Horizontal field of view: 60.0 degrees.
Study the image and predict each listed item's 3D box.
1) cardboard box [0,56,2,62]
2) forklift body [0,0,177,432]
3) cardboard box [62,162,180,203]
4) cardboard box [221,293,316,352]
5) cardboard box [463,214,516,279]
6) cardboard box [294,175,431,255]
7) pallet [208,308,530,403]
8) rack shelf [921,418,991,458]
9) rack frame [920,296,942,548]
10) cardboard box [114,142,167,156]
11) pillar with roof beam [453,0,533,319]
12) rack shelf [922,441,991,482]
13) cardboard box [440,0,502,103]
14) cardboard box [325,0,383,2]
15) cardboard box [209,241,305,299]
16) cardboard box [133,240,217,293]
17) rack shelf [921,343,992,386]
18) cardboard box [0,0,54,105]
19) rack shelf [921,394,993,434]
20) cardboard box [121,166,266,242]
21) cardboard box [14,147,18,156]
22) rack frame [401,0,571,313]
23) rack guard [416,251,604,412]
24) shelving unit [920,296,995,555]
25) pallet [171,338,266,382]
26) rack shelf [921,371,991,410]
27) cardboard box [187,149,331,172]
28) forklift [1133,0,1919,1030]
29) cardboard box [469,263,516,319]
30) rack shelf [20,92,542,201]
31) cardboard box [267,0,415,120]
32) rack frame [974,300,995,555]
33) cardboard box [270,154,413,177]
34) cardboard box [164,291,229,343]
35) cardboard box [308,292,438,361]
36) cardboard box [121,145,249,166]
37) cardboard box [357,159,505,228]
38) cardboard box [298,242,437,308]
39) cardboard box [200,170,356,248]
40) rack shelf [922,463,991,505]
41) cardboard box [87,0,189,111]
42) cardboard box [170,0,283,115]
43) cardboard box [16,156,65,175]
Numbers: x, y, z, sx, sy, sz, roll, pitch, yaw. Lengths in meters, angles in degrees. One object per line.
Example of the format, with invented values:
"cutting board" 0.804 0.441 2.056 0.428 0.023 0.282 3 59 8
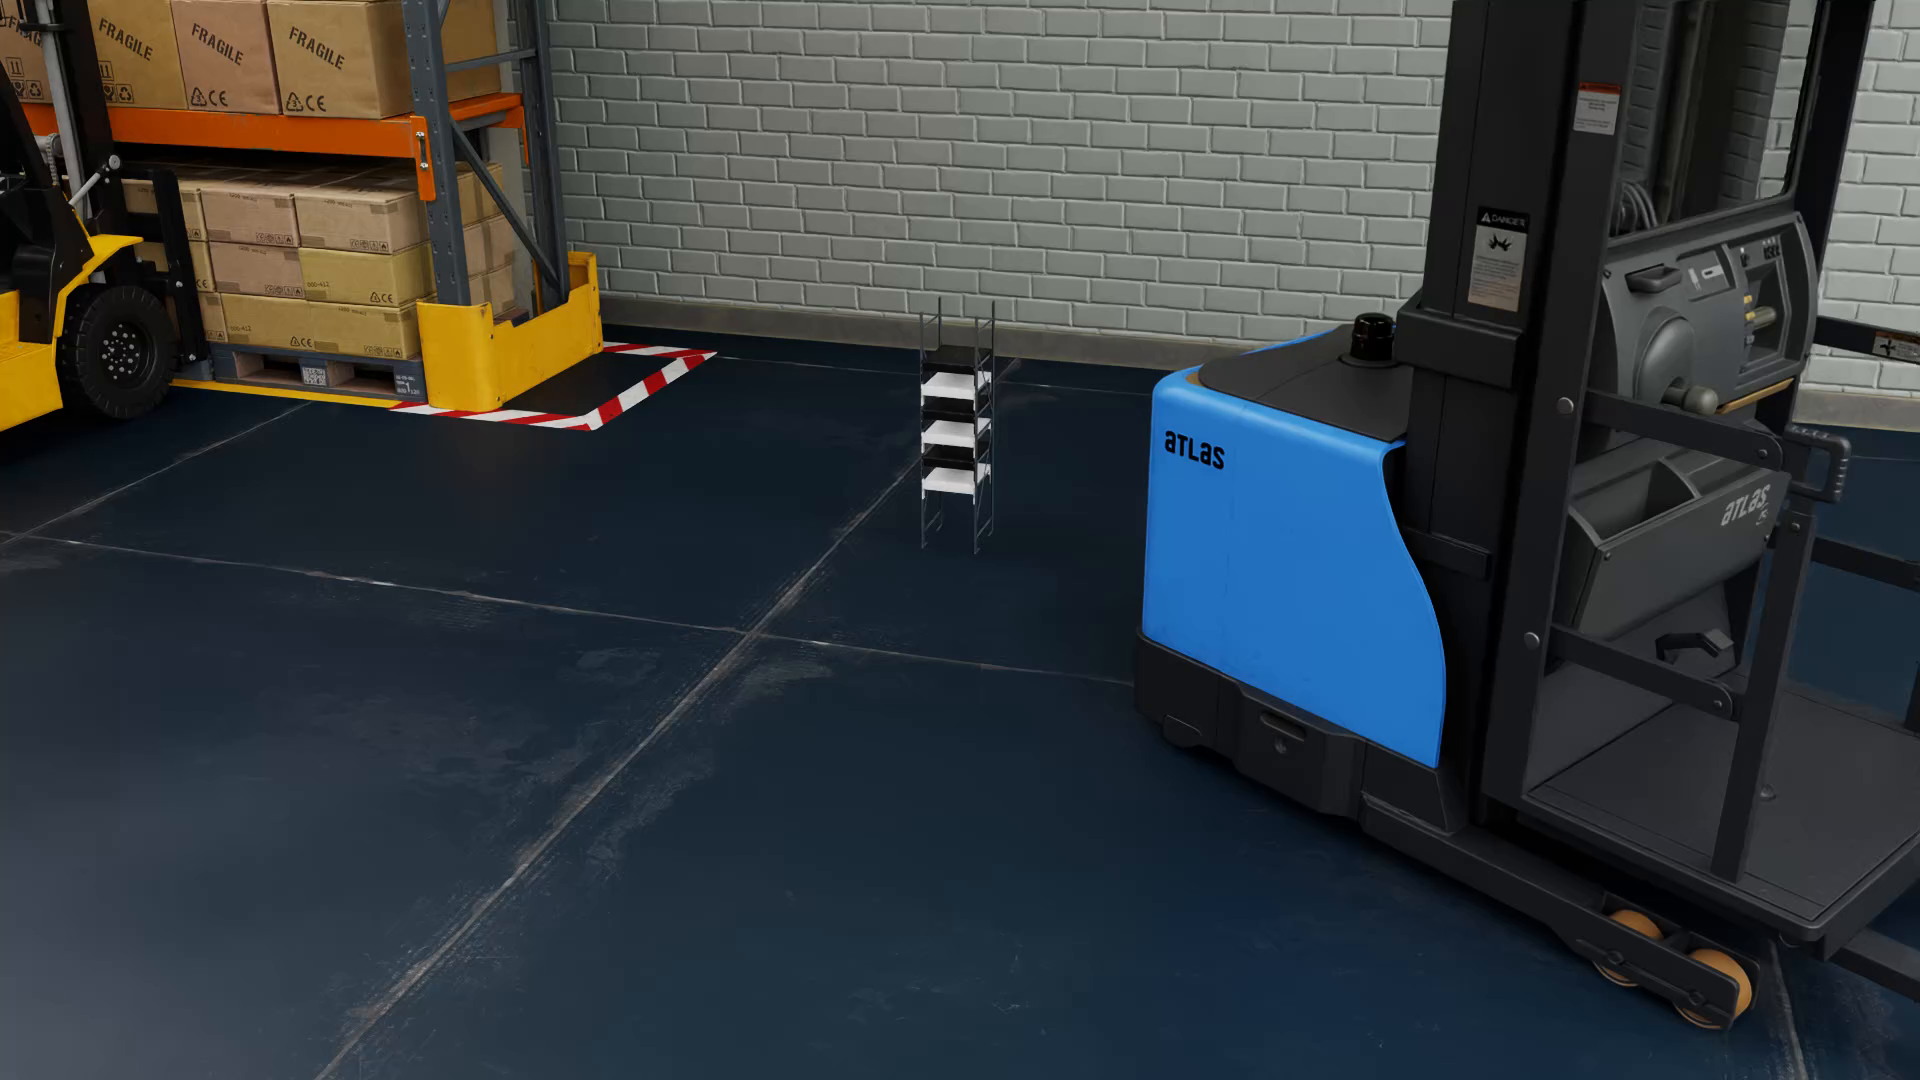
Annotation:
"cardboard box" -4.696 -2.442 8.140 0.500 0.500 0.500 6 23 15
"forklift body" -4.547 -1.360 6.750 1.214 2.155 2.313 7 23 16
"cardboard box" -4.195 -1.693 8.197 0.500 0.250 0.500 6 23 14
"cardboard box" -3.219 -1.124 8.128 0.500 0.250 0.500 7 23 15
"cardboard box" -2.595 -1.488 8.355 0.500 0.250 0.500 7 23 16
"cardboard box" -2.736 -1.529 7.798 0.500 0.250 0.500 7 23 17
"pallet" -2.949 -0.986 8.395 1.213 0.211 1.003 7 23 16
"rack shelf" -0.008 -0.386 6.114 0.200 0.077 0.258 7 23 16
"rack frame" -0.105 -0.428 6.129 0.006 0.900 0.240 7 23 16
"cardboard box" -4.537 -1.936 8.790 0.500 0.250 0.500 7 23 16
"pillar with roof beam" -3.855 -3.822 3.731 0.400 9.000 9.100 7 23 16
"rack shelf" -0.008 -0.303 6.148 0.200 0.077 0.258 7 23 16
"cardboard box" -2.599 -2.409 8.058 0.500 0.500 0.500 7 23 17
"cardboard box" -2.618 -2.490 7.401 0.250 0.149 0.380 7 23 16
"cardboard box" -3.238 -1.359 8.042 0.500 0.250 0.500 6 23 15
"cardboard box" -3.738 -1.408 8.162 0.500 0.250 0.500 6 23 14
"rack shelf" -0.008 -0.636 6.012 0.200 0.077 0.258 7 23 16
"cardboard box" -4.221 -2.379 7.987 0.500 0.500 0.500 7 23 16
"rack shelf" -0.008 -0.470 6.080 0.200 0.077 0.258 7 23 16
"cardboard box" -3.712 -1.635 8.055 0.500 0.250 0.500 7 23 16
"cardboard box" -5.018 -1.997 8.938 0.500 0.250 0.500 6 23 15
"rack frame" -2.205 -2.207 7.698 0.127 3.000 1.000 7 23 16
"rack guard" -2.182 -1.048 8.166 0.348 0.500 1.175 7 23 16
"shelving unit" -0.008 -0.417 6.101 0.210 0.900 0.258 7 23 16
"pallet" -4.113 -1.120 8.723 1.213 0.211 1.003 7 23 15
"rack shelf" -0.008 -0.553 6.046 0.200 0.077 0.258 7 23 16
"cardboard box" -3.565 -1.826 8.520 0.500 0.250 0.500 6 23 15
"forklift" 1.847 -0.501 3.629 1.130 2.935 3.031 -18 28 -37
"cardboard box" -2.619 -1.254 8.445 0.500 0.250 0.500 7 23 16
"rack shelf" -4.120 -2.094 8.369 4.000 0.370 1.077 7 23 16
"cardboard box" -2.752 -2.212 7.578 0.500 0.500 0.500 6 23 14
"rack frame" 0.090 -0.406 6.074 0.006 0.900 0.240 7 23 16
"cardboard box" -3.090 -1.767 8.377 0.500 0.250 0.500 7 23 16
"cardboard box" -3.696 -1.182 8.269 0.500 0.250 0.500 7 23 16
"cardboard box" -2.746 -1.066 7.986 0.500 0.250 0.500 7 23 16
"cardboard box" -4.054 -1.884 8.663 0.500 0.250 0.500 6 23 14
"cardboard box" -2.610 -1.713 8.247 0.500 0.250 0.500 6 23 15
"cardboard box" -2.761 -1.300 7.899 0.500 0.250 0.500 6 23 15
"cardboard box" -3.226 -1.583 7.929 0.500 0.250 0.500 7 23 16
"rack shelf" -0.008 -0.220 6.182 0.200 0.077 0.258 7 23 16
"cardboard box" -3.737 -2.328 7.862 0.500 0.500 0.500 6 23 14
"cardboard box" -3.246 -2.272 7.725 0.500 0.500 0.500 7 23 17
"cardboard box" -4.696 -1.753 8.344 0.500 0.250 0.500 7 23 17
